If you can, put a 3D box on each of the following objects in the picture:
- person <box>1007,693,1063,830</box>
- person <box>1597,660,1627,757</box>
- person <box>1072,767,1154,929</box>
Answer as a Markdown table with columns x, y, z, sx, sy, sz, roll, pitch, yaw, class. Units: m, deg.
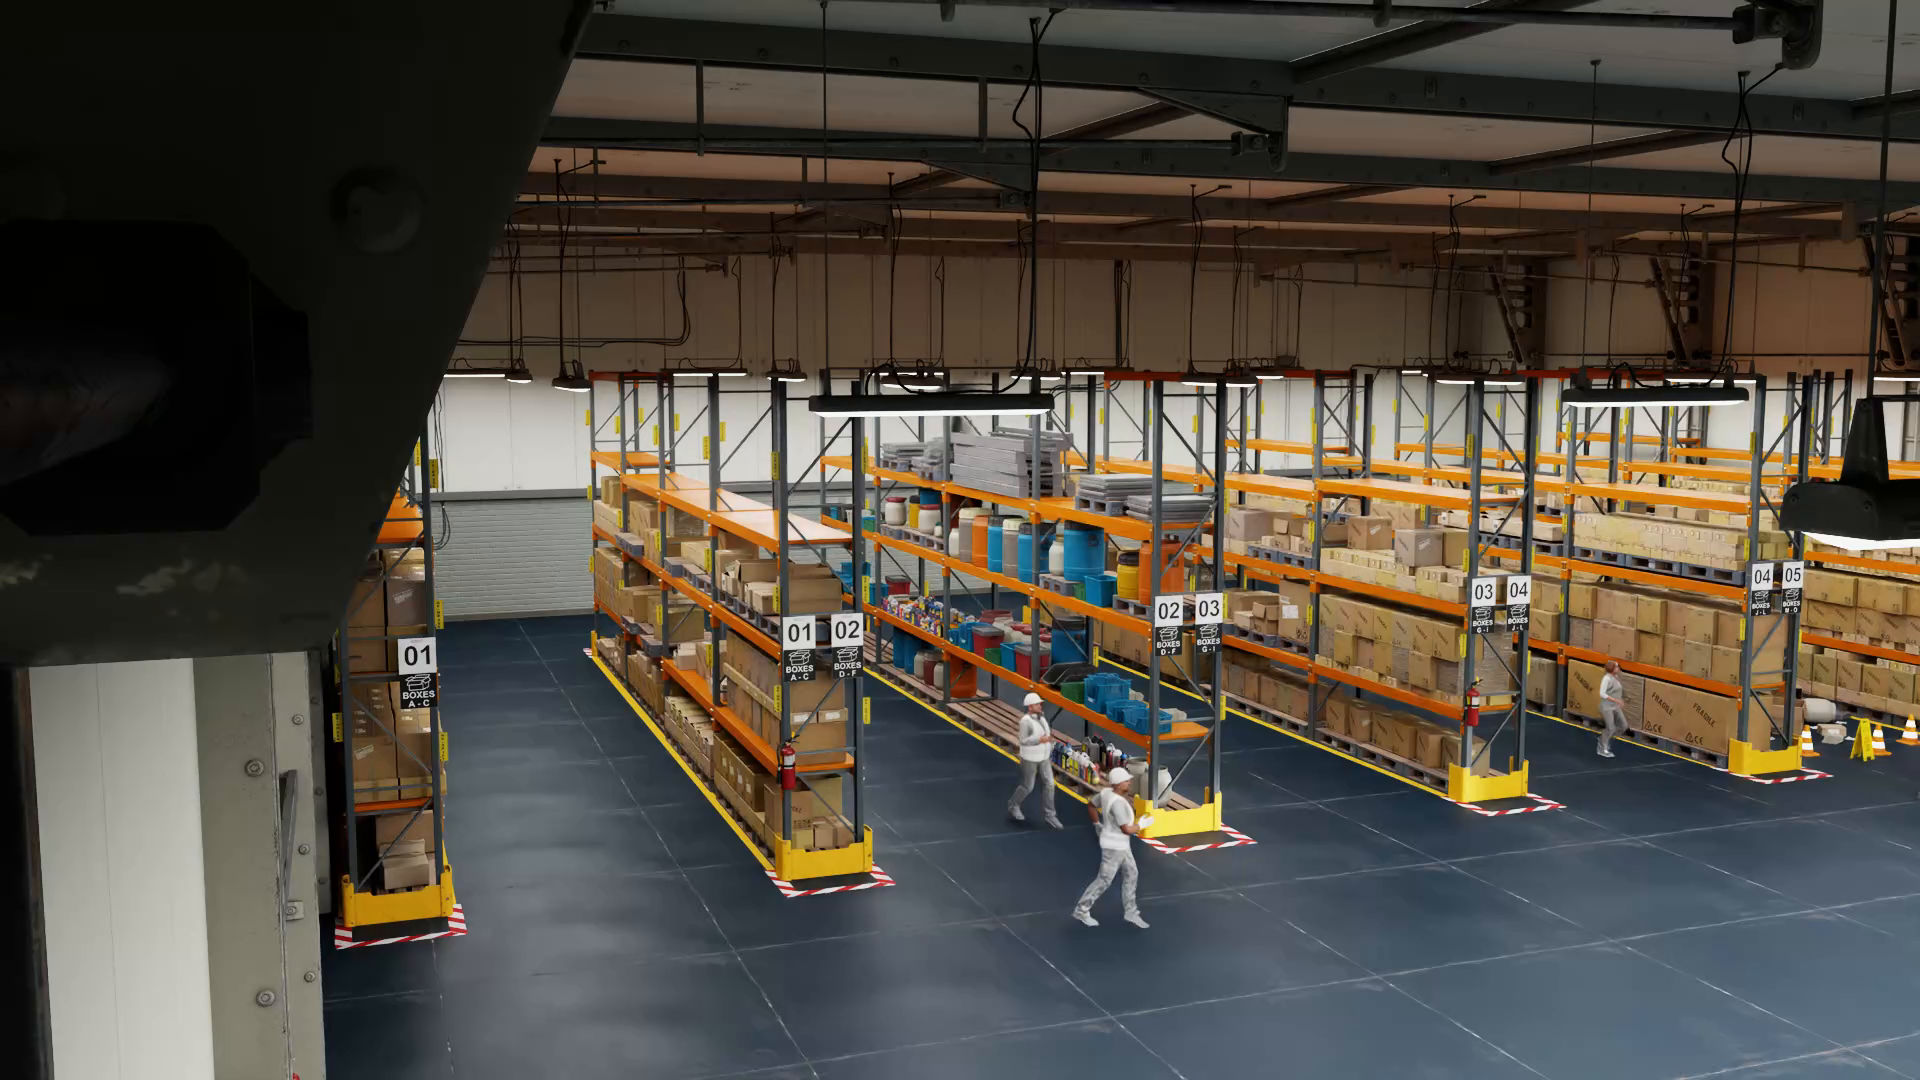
| x | y | z | sx | sy | sz | roll | pitch | yaw | class |
| --- | --- | --- | --- | --- | --- | --- | --- | --- | --- |
| 0.993 | 2.947 | 22.325 | 0.845 | 1.811 | 0.650 | 6 | 9 | 43 | person |
| 10.236 | 2.648 | 26.076 | 0.550 | 1.561 | 0.518 | -5 | 8 | -39 | person |
| 1.680 | 3.397 | 18.264 | 0.893 | 1.831 | 0.665 | 0 | 6 | 1 | person |
